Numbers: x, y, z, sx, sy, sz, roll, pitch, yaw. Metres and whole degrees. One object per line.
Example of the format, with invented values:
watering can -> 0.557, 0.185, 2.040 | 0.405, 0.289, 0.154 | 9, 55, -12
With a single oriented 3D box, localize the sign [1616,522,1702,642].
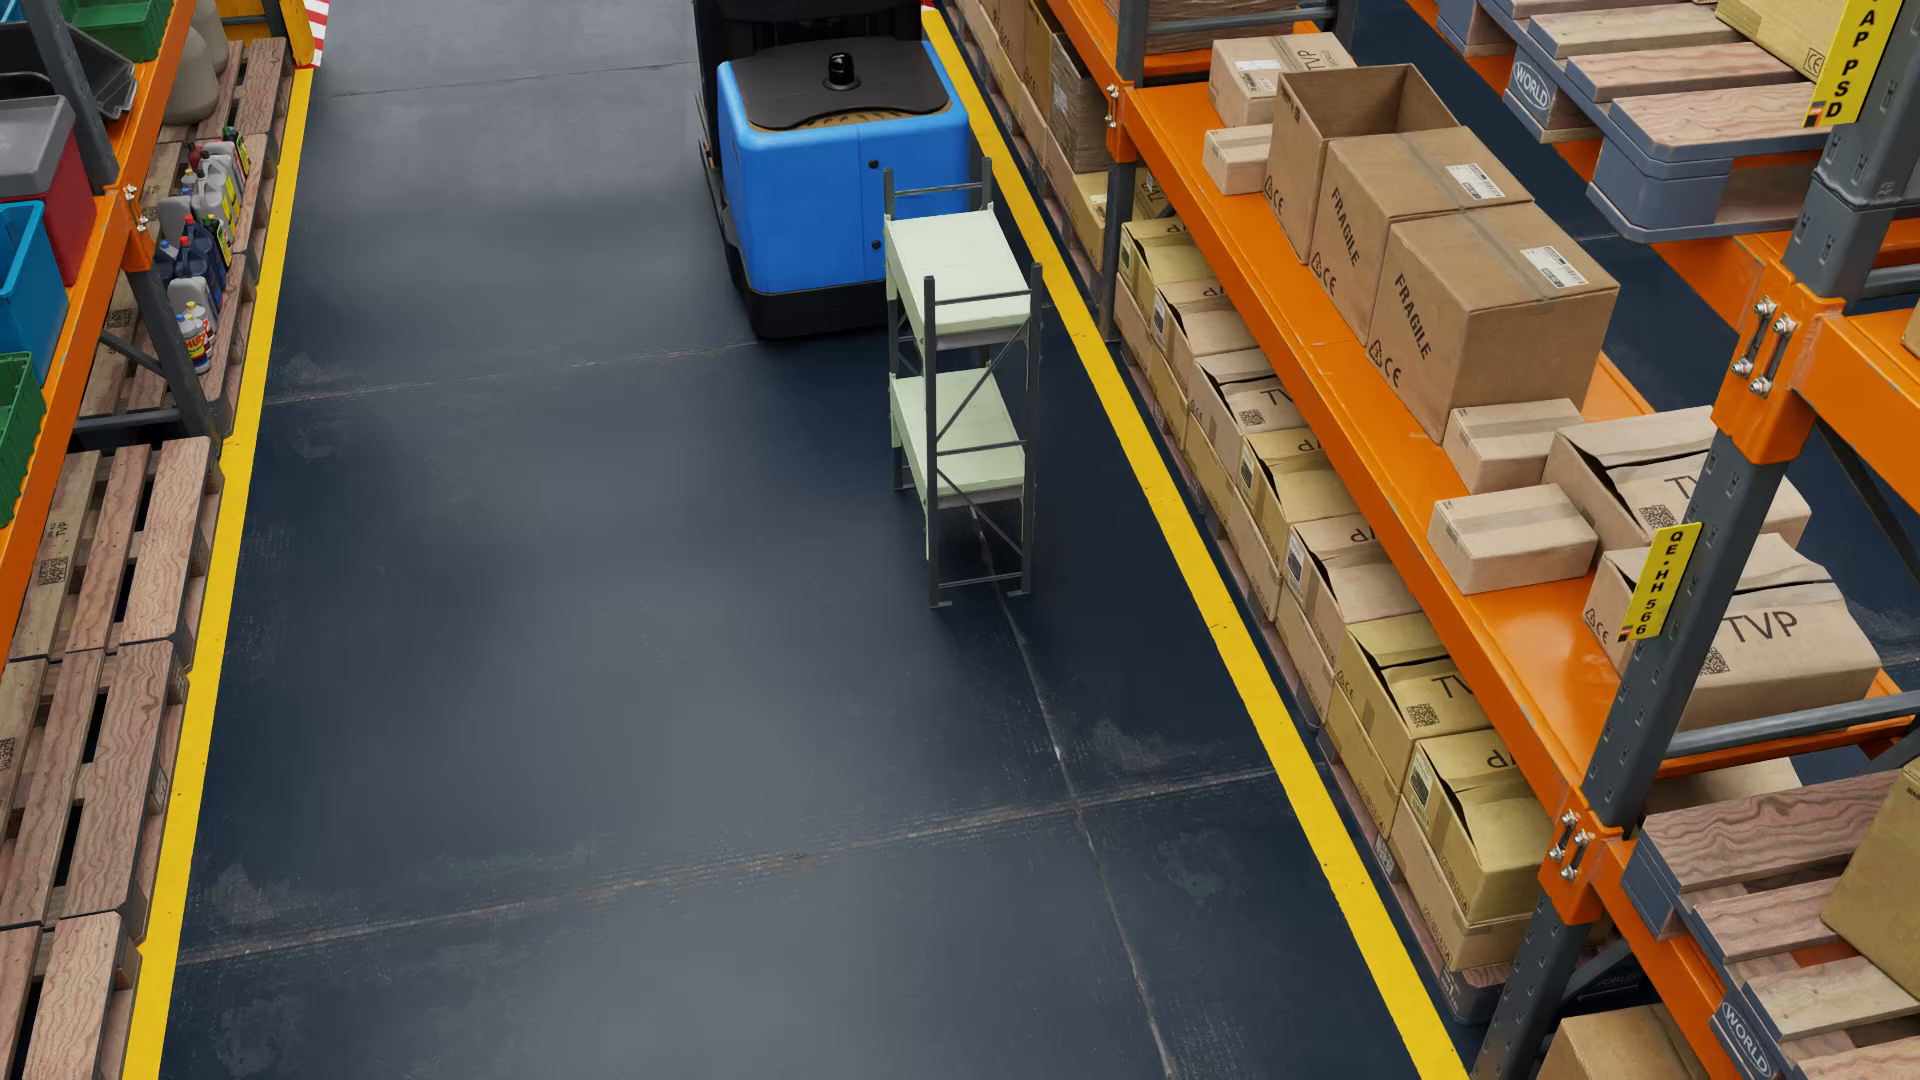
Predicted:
sign -> 1.475, 0.093, 3.514 | 0.100, 0.325, 0.005 | -8, 42, -9

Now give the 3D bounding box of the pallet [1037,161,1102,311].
pallet -> 1.022, -1.627, 8.424 | 1.003, 0.211, 1.213 | -8, 42, -9

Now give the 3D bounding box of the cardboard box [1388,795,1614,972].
cardboard box -> 1.665, 1.009, 5.108 | 0.500, 0.250, 0.500 | -7, 42, -8

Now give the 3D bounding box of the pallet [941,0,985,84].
pallet -> 0.495, -3.209, 10.206 | 1.003, 0.211, 1.213 | -8, 42, -9

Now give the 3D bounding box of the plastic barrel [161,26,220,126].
plastic barrel -> -4.223, -2.520, 8.887 | 0.421, 0.512, 0.421 | 0, 42, 0

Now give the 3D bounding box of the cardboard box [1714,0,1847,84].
cardboard box -> 1.863, -1.065, 3.227 | 0.500, 0.250, 0.500 | -11, 43, -12

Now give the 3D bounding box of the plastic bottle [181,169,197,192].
plastic bottle -> -3.784, -1.737, 8.224 | 0.097, 0.201, 0.097 | 0, 42, 0

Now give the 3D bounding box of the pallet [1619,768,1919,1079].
pallet -> 2.231, 0.945, 3.570 | 1.213, 0.211, 1.003 | -8, 42, -9

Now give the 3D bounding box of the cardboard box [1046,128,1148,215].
cardboard box -> 0.741, -1.872, 8.354 | 0.500, 0.250, 0.500 | -8, 42, -9

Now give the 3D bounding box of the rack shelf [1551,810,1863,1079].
rack shelf -> 2.448, 2.010, 2.768 | 1.077, 0.370, 4.000 | -8, 42, -9

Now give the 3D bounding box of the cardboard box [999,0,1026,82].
cardboard box -> 0.509, -2.798, 8.833 | 0.500, 0.500, 0.500 | -8, 42, -9

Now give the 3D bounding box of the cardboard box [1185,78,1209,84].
cardboard box -> 1.358, -1.903, 7.825 | 0.500, 0.500, 0.500 | -8, 42, -9

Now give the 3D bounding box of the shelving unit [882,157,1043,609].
shelving unit -> -0.001, -0.565, 6.257 | 0.431, 1.500, 0.755 | -8, 42, -9

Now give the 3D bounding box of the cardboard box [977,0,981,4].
cardboard box -> 0.298, -3.447, 9.564 | 0.500, 0.500, 0.500 | -8, 42, -9

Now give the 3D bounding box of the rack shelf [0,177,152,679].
rack shelf -> -3.253, 0.124, 4.893 | 1.077, 0.370, 4.000 | -8, 42, -9

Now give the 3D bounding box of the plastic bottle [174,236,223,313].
plastic bottle -> -3.454, -1.198, 7.504 | 0.144, 0.351, 0.185 | -7, 42, -8

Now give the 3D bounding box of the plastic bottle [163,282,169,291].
plastic bottle -> -3.526, -1.049, 7.387 | 0.061, 0.283, 0.133 | -8, 42, -9

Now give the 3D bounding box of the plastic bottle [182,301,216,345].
plastic bottle -> -3.369, -0.961, 7.349 | 0.097, 0.201, 0.097 | 0, 42, 0

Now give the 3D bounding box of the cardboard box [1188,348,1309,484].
cardboard box -> 1.215, -0.523, 6.412 | 0.500, 0.311, 0.500 | -10, 43, -11

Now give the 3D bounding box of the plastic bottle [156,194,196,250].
plastic bottle -> -3.725, -1.530, 7.935 | 0.152, 0.276, 0.135 | -8, 42, -9

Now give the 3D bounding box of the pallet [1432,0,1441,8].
pallet -> 1.538, -1.759, 4.354 | 1.003, 0.211, 1.213 | -7, 42, -7

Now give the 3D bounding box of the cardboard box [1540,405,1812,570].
cardboard box -> 2.012, -0.130, 4.704 | 0.500, 0.311, 0.500 | -9, 42, -10

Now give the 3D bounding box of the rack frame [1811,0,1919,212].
rack frame -> 2.016, -1.799, 1.999 | 1.000, 3.000, 0.127 | -8, 42, -9

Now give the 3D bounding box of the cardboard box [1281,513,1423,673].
cardboard box -> 1.438, 0.138, 5.668 | 0.500, 0.311, 0.500 | -9, 42, -10

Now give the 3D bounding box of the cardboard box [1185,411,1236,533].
cardboard box -> 1.222, -0.314, 6.599 | 0.500, 0.250, 0.500 | -10, 42, -11

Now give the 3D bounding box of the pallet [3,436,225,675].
pallet -> -3.477, 0.105, 6.473 | 1.003, 0.211, 1.213 | -8, 42, -9

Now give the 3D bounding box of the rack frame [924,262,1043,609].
rack frame -> 0.078, -0.328, 5.990 | 0.400, 1.500, 0.023 | -8, 42, -9

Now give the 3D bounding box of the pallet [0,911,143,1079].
pallet -> -2.950, 1.687, 4.691 | 1.003, 0.211, 1.213 | -8, 42, -9

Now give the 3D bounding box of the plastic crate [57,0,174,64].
plastic crate -> -3.702, -2.282, 7.221 | 0.450, 0.188, 0.662 | -8, 42, -9

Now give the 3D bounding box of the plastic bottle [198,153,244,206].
plastic bottle -> -3.666, -1.795, 8.233 | 0.152, 0.276, 0.135 | -9, 42, -10

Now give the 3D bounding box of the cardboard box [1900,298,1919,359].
cardboard box -> 2.143, -0.437, 2.648 | 0.910, 0.500, 0.500 | -8, 42, -9

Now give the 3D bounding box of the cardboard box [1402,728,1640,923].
cardboard box -> 1.663, 0.801, 4.920 | 0.500, 0.311, 0.500 | -7, 42, -8

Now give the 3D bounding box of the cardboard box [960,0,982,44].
cardboard box -> 0.300, -3.167, 9.813 | 0.500, 0.250, 0.500 | -8, 42, -9

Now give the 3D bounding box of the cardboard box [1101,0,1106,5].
cardboard box -> 0.931, -2.814, 7.585 | 0.700, 0.500, 0.500 | -9, 42, -10

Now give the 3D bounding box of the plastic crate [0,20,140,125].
plastic crate -> -3.673, -1.776, 6.538 | 0.767, 0.338, 0.504 | -8, 42, -9

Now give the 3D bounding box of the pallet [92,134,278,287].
pallet -> -4.056, -1.632, 8.430 | 1.003, 0.211, 1.213 | -8, 42, -9

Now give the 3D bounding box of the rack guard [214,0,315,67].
rack guard -> -4.486, -3.057, 9.817 | 1.175, 0.500, 0.348 | -8, 42, -9

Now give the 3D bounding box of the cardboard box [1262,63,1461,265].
cardboard box -> 1.416, -1.344, 5.930 | 0.500, 0.500, 0.500 | -6, 42, -6

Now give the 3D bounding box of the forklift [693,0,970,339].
forklift -> -0.786, -3.017, 7.941 | 1.130, 2.935, 3.031 | -9, 42, -10

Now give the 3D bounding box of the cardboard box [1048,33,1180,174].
cardboard box -> 0.743, -2.153, 8.106 | 0.500, 0.500, 0.500 | -8, 42, -9

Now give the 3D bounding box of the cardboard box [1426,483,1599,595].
cardboard box -> 1.552, -0.005, 4.686 | 0.380, 0.149, 0.250 | -8, 42, -9

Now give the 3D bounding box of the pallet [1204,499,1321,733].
pallet -> 1.617, 0.159, 6.412 | 1.003, 0.211, 1.213 | -8, 42, -9

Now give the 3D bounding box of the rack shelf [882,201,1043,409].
rack shelf -> -0.001, -0.857, 5.998 | 0.431, 0.370, 0.720 | -8, 42, -9

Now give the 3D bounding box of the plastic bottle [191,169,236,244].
plastic bottle -> -3.586, -1.596, 7.952 | 0.144, 0.351, 0.185 | -9, 42, -10

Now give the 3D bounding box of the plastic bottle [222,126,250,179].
plastic bottle -> -3.680, -1.982, 8.438 | 0.061, 0.283, 0.133 | -7, 42, -8

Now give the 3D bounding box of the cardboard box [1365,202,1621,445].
cardboard box -> 1.638, -0.679, 5.180 | 0.500, 0.500, 0.500 | -10, 43, -12

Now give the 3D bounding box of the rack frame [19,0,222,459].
rack frame -> -3.685, -1.441, 6.114 | 1.000, 3.000, 0.127 | -8, 42, -9

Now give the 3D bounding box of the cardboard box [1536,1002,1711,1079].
cardboard box -> 1.835, 1.550, 4.295 | 0.500, 0.500, 0.500 | -7, 42, -7

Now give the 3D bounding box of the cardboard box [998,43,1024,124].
cardboard box -> 0.510, -2.518, 9.082 | 0.500, 0.250, 0.500 | -8, 42, -9

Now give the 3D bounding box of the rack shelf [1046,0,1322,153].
rack shelf -> 0.721, -3.176, 8.610 | 1.077, 0.370, 4.000 | -8, 42, -9

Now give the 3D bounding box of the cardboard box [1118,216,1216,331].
cardboard box -> 0.999, -1.184, 7.156 | 0.500, 0.311, 0.500 | -8, 42, -9

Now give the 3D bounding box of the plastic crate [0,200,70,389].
plastic crate -> -3.143, -0.765, 5.364 | 0.392, 0.384, 0.575 | -8, 42, -9

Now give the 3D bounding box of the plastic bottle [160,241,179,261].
plastic bottle -> -3.603, -1.245, 7.617 | 0.097, 0.271, 0.097 | 0, 42, 0

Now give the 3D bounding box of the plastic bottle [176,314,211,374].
plastic bottle -> -3.325, -0.855, 7.177 | 0.097, 0.271, 0.097 | 0, 42, 0

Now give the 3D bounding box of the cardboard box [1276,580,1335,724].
cardboard box -> 1.444, 0.349, 5.852 | 0.500, 0.250, 0.500 | -7, 42, -8

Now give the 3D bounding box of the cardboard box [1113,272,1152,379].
cardboard box -> 0.998, -0.980, 7.350 | 0.500, 0.250, 0.500 | -9, 42, -10

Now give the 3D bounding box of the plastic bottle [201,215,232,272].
plastic bottle -> -3.489, -1.408, 7.791 | 0.061, 0.283, 0.133 | -7, 42, -7

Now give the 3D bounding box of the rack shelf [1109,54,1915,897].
rack shelf -> 1.585, -0.583, 5.689 | 1.077, 0.370, 4.000 | -8, 42, -9
